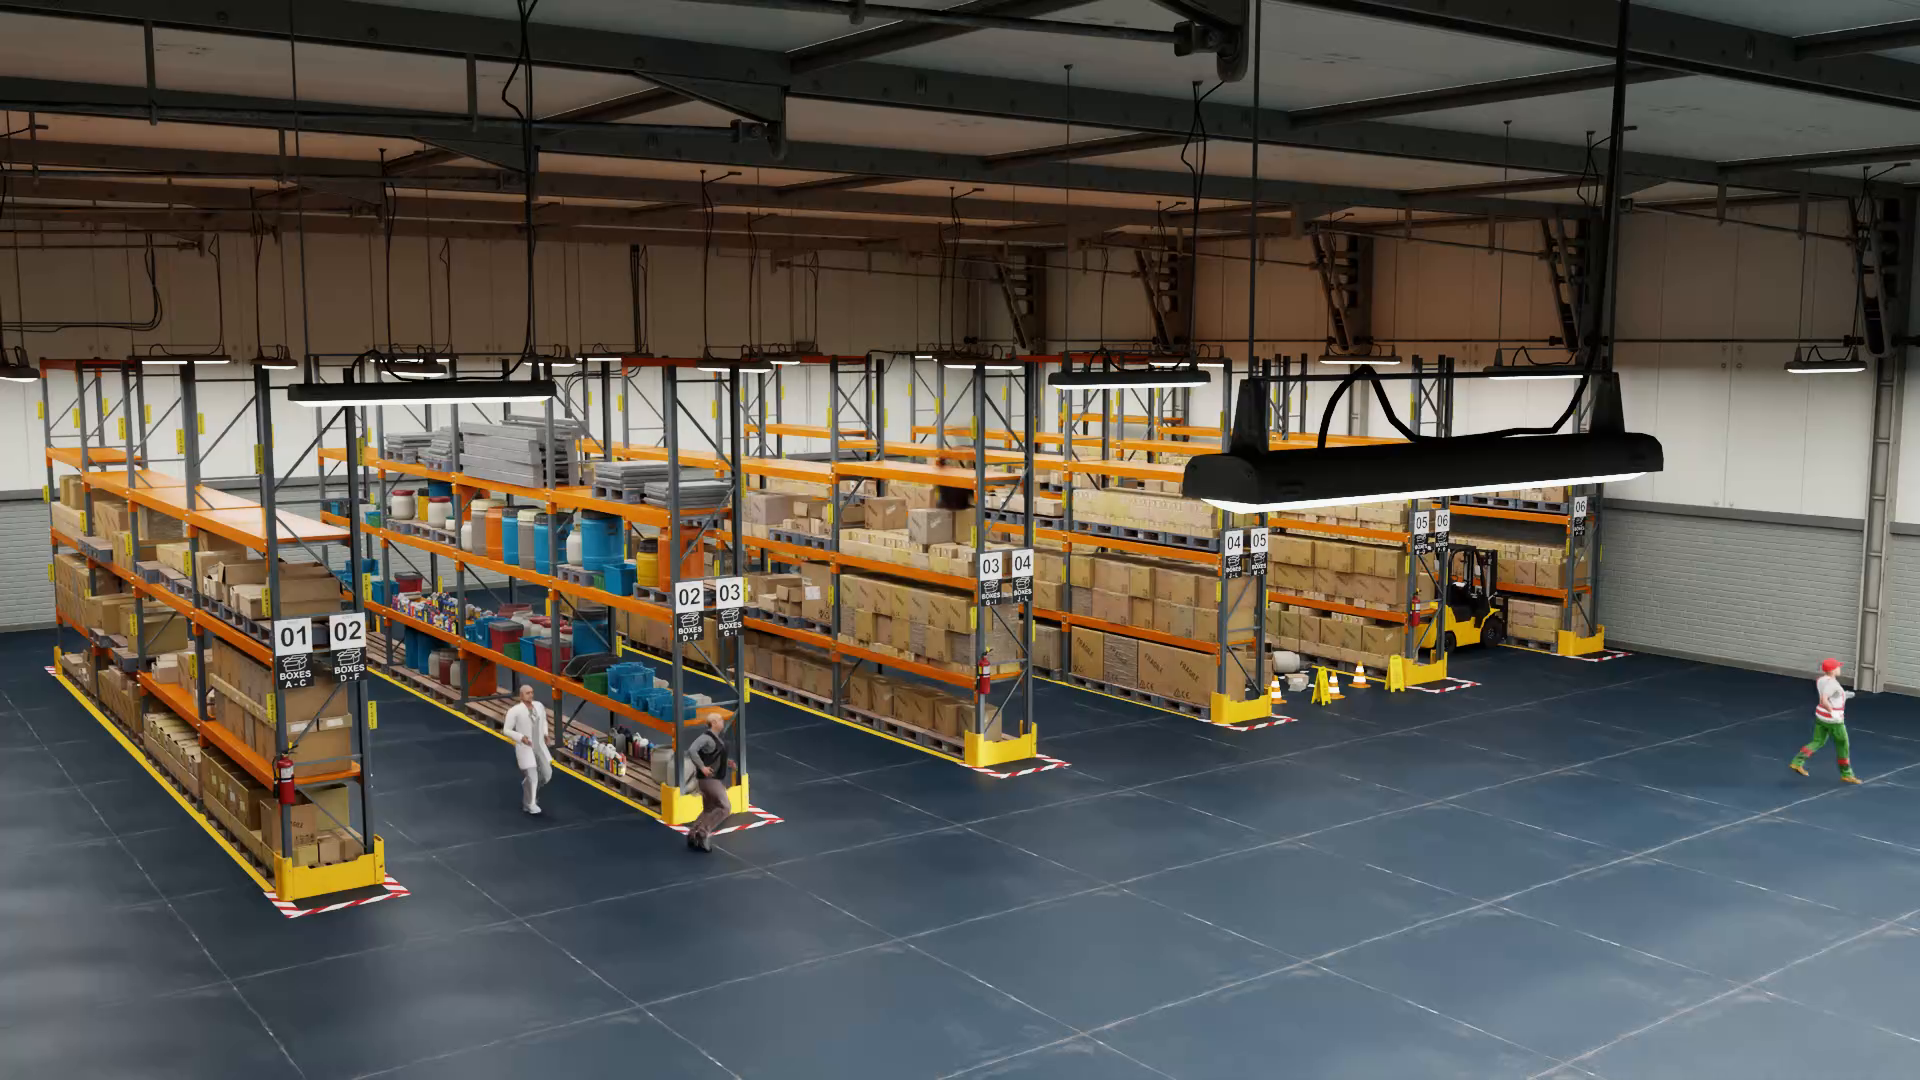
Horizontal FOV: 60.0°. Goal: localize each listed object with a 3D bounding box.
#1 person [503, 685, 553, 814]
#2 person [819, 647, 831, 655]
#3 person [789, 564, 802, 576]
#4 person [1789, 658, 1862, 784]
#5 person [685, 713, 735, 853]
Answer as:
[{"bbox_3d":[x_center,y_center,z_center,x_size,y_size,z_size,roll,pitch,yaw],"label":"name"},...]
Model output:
[{"bbox_3d":[-5.757,2.798,22.295,0.660,1.727,0.705,6,9,43],"label":"person"},{"bbox_3d":[-2.546,1.561,32.292,0.657,1.807,0.874,-5,8,-35],"label":"person"},{"bbox_3d":[-4.085,0.509,41.890,0.527,1.601,0.622,4,8,29],"label":"person"},{"bbox_3d":[12.403,2.569,23.721,0.980,1.787,0.655,0,7,1],"label":"person"},{"bbox_3d":[-3.113,3.005,20.801,0.618,1.679,0.699,0,7,2],"label":"person"}]
